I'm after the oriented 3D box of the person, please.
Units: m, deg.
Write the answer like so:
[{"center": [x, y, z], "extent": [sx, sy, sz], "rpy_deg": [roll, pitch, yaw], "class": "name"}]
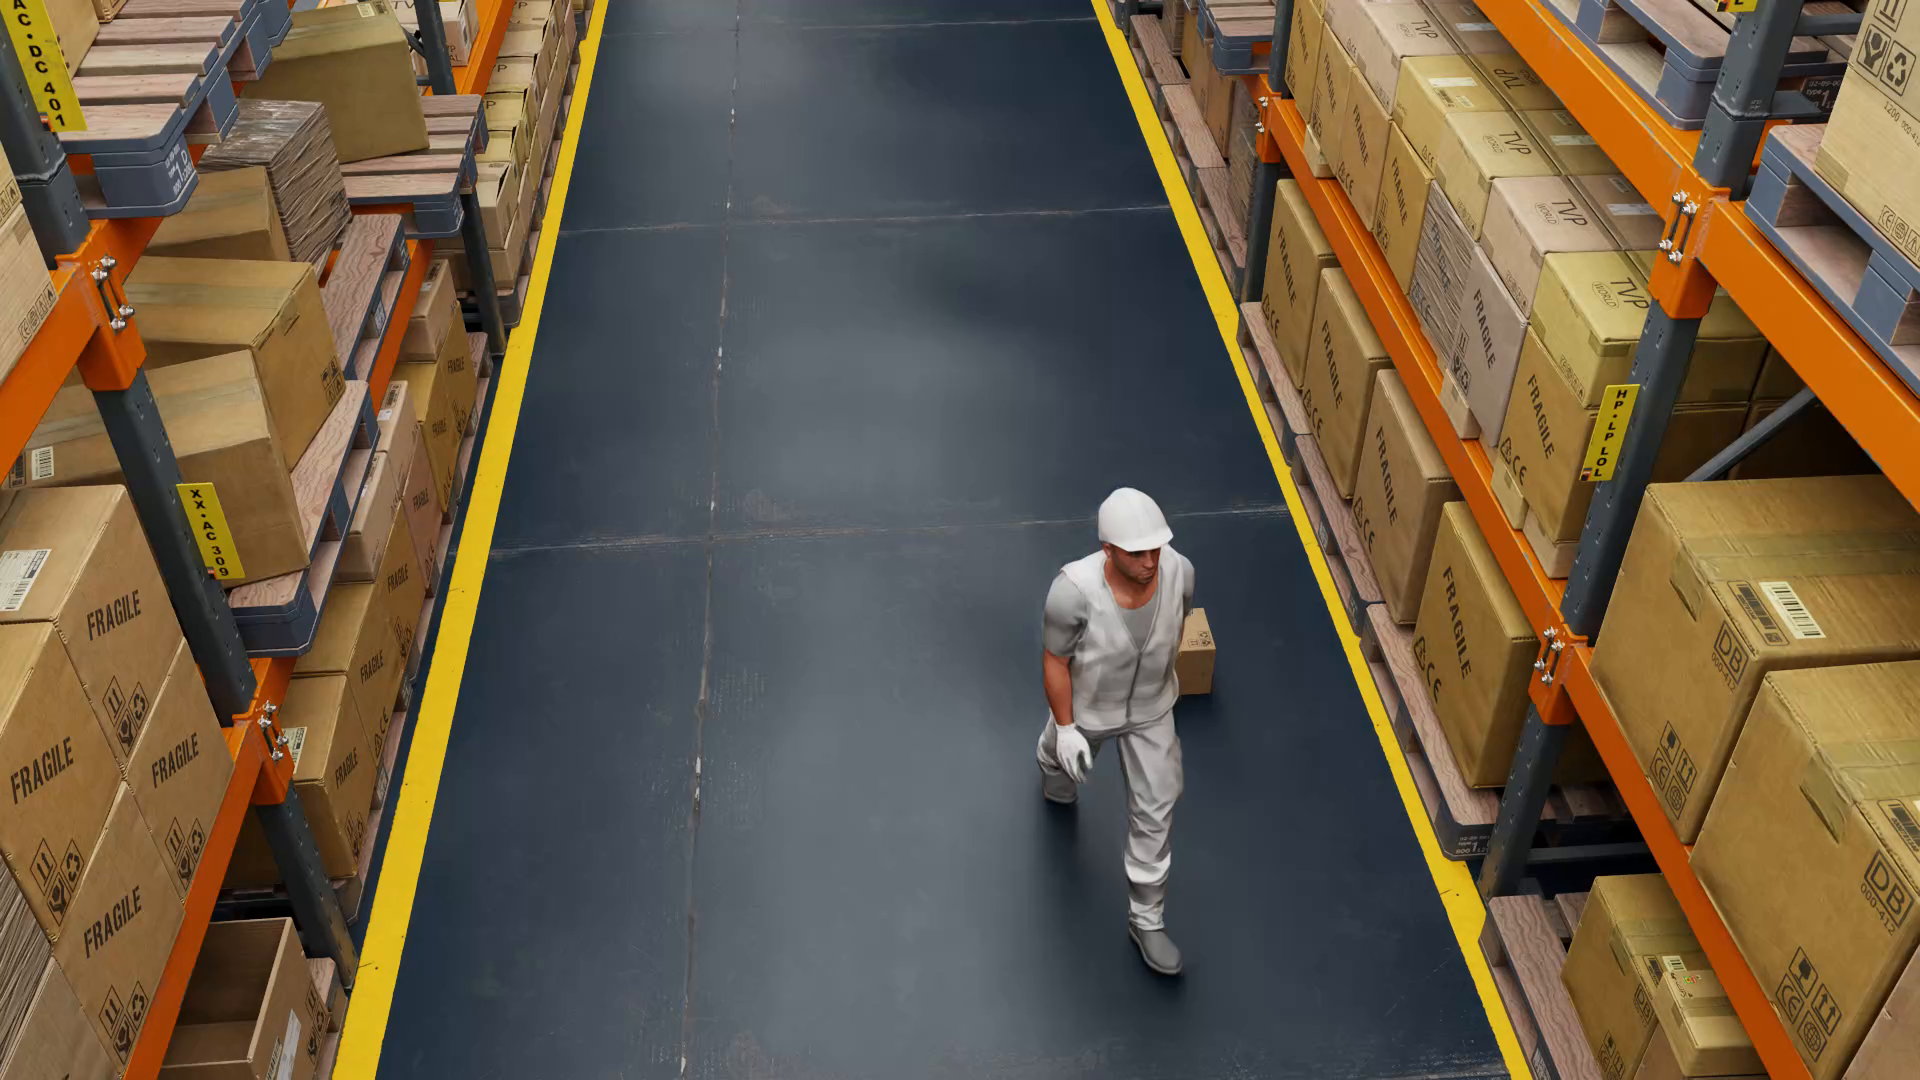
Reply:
[{"center": [0.510, 0.529, 5.493], "extent": [0.520, 1.744, 1.090], "rpy_deg": [-8, 39, -9], "class": "person"}]
